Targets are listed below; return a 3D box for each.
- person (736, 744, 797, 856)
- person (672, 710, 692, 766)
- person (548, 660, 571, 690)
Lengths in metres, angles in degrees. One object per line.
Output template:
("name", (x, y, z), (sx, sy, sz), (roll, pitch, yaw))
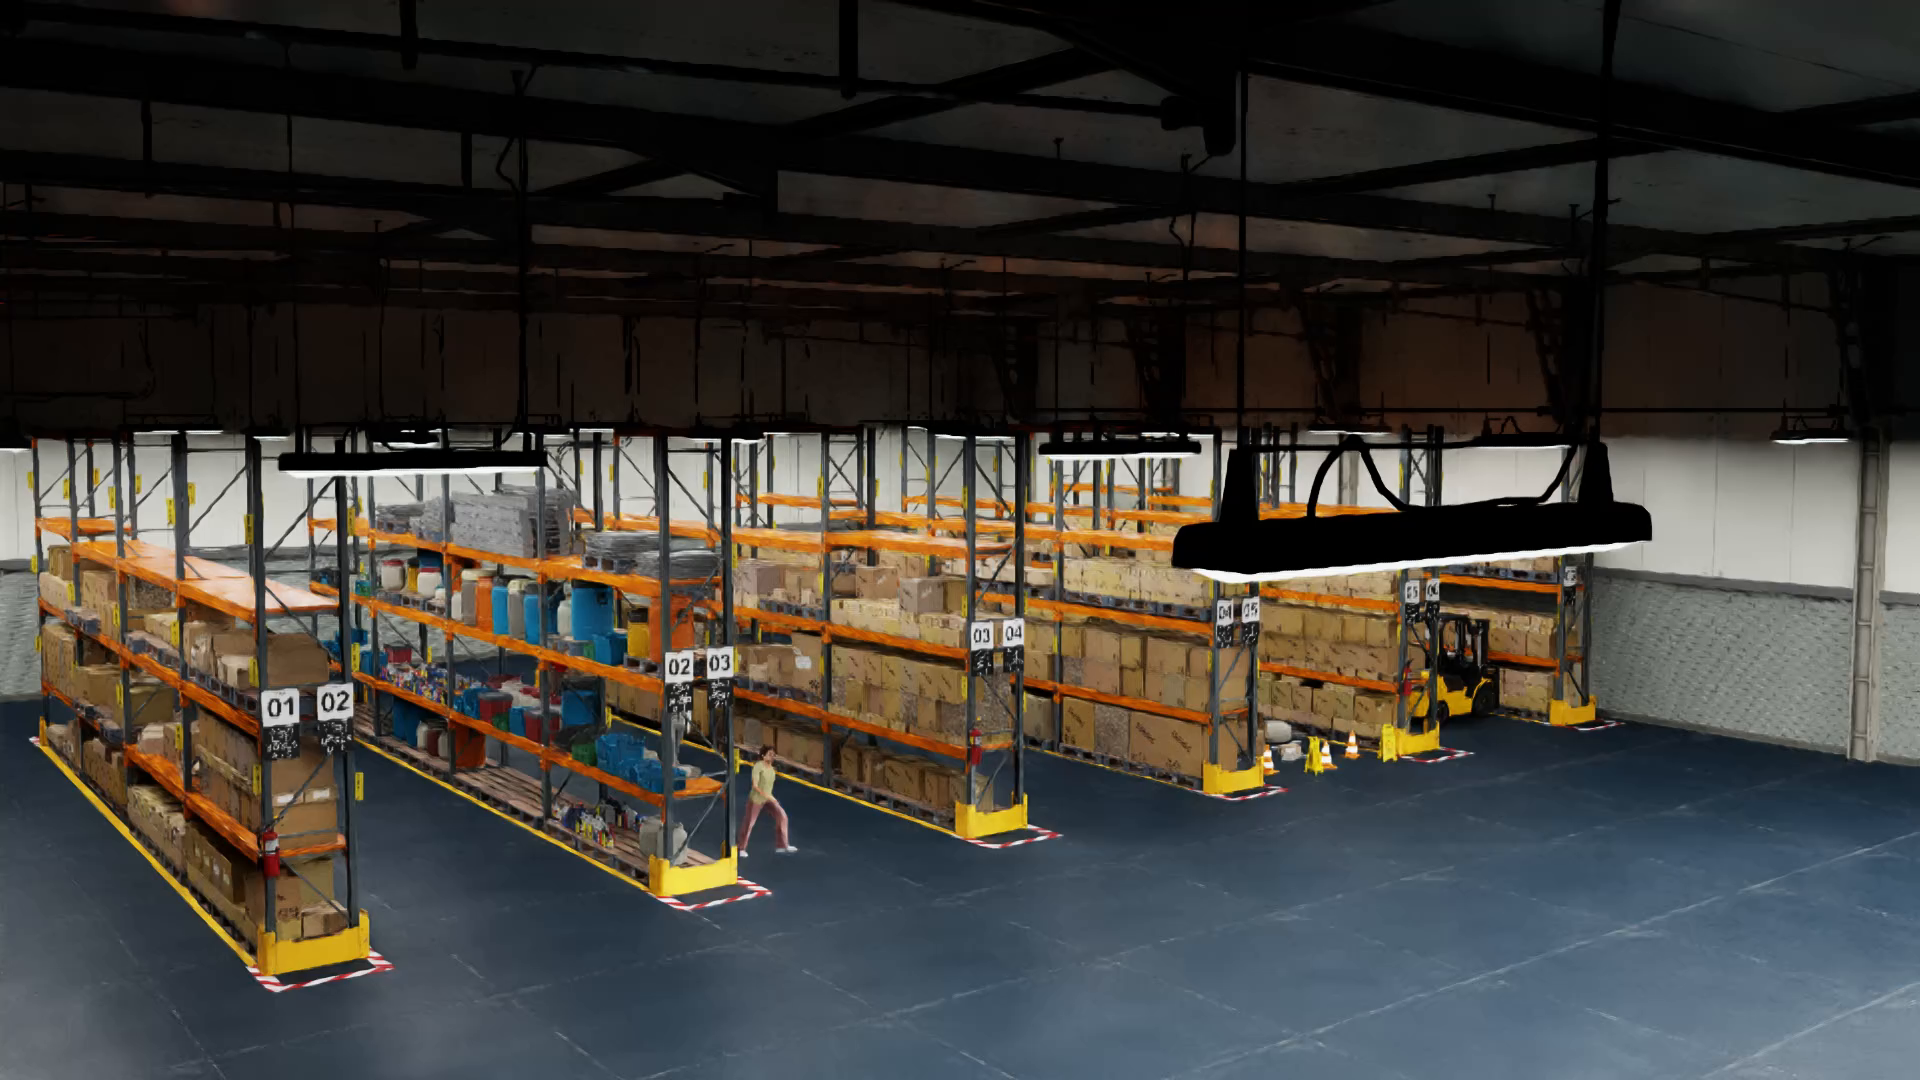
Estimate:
("person", (-2.796, 3.671, 23.549), (0.790, 1.610, 0.621), (3, 5, 33))
("person", (-4.941, 3.219, 29.097), (0.483, 1.619, 0.990), (-2, 5, -27))
("person", (-8.323, 2.803, 34.421), (0.686, 1.666, 0.867), (-3, 5, -31))
